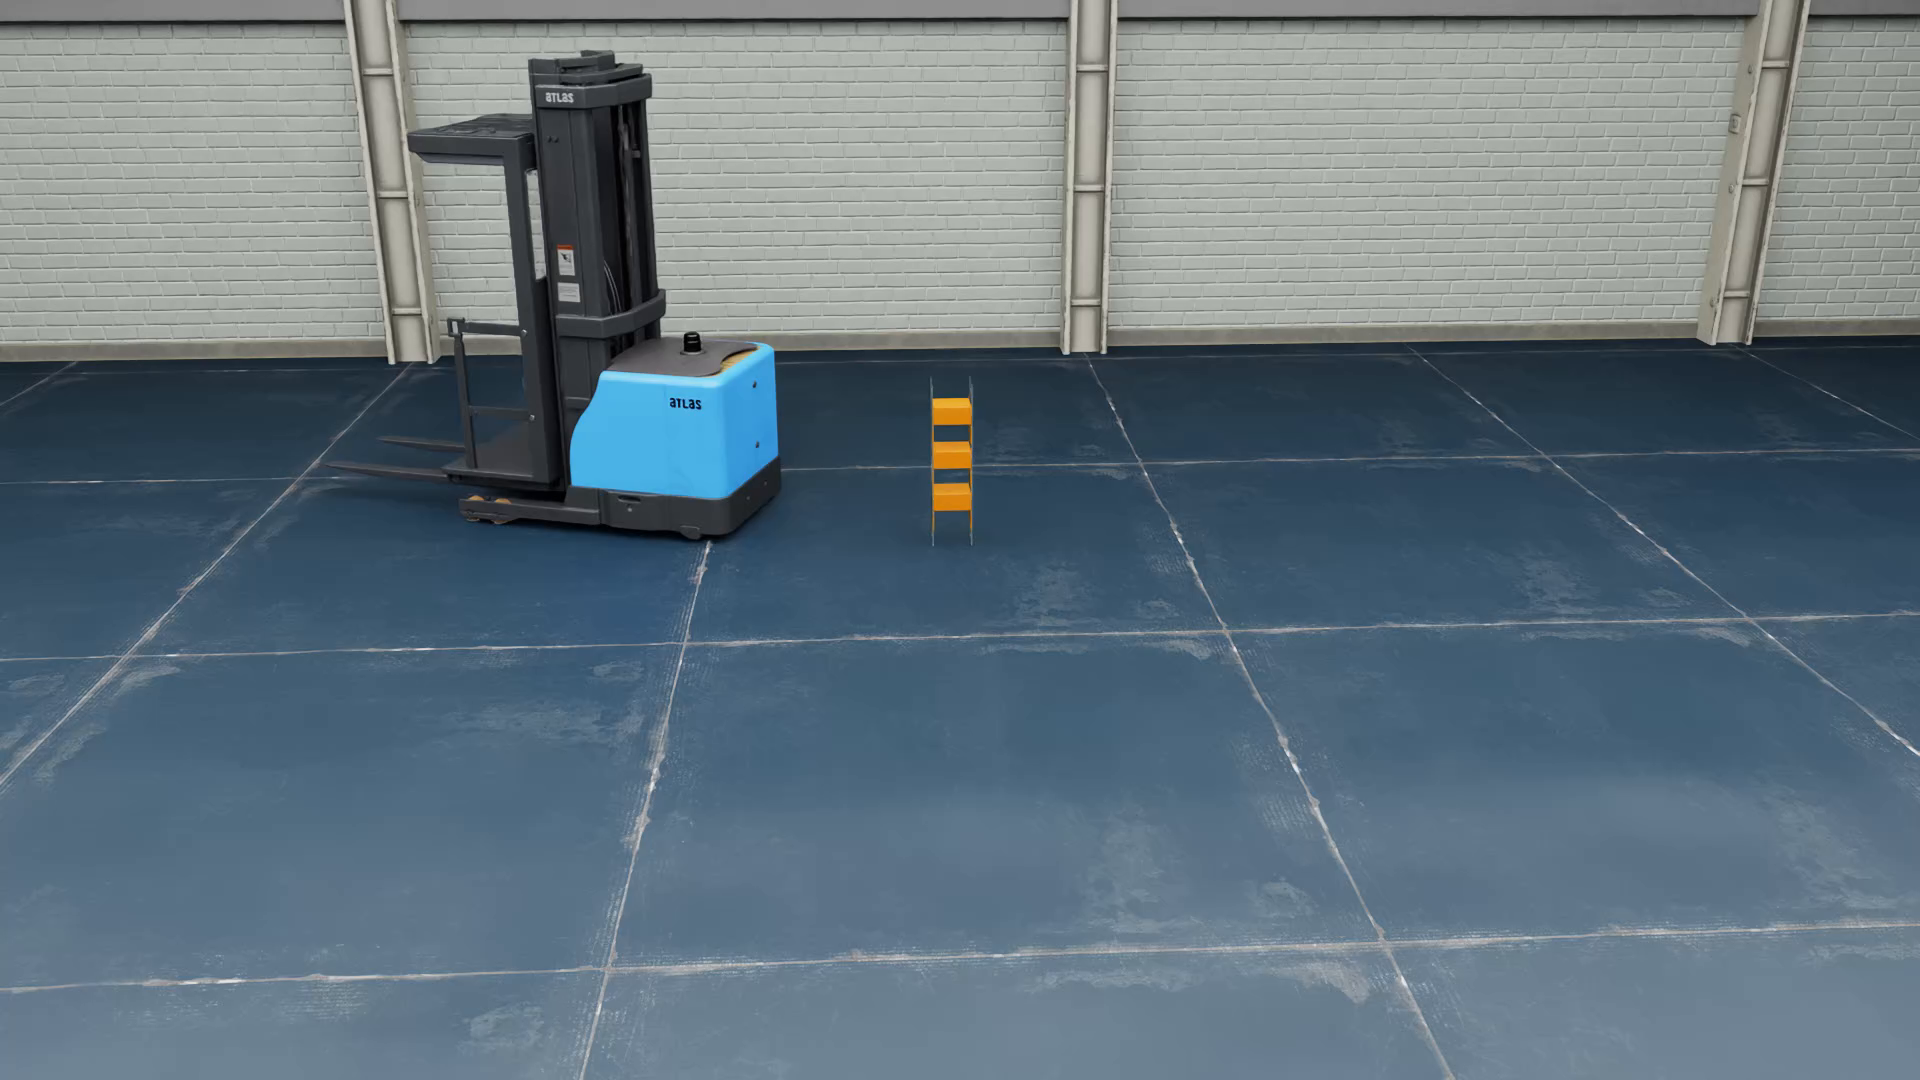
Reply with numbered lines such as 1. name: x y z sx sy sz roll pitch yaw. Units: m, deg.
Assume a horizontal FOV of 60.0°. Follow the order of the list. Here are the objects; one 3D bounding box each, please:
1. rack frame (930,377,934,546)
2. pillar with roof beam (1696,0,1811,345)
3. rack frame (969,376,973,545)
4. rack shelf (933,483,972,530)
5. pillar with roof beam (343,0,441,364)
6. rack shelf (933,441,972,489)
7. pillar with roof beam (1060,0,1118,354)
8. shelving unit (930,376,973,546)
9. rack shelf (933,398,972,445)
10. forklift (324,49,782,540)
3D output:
1. rack frame: -0.175 -0.487 10.425 0.008 1.050 0.200 -1 21 -3
2. pillar with roof beam: 7.359 -4.535 9.885 0.400 9.000 9.100 -1 21 -3
3. rack frame: 0.068 -0.492 10.438 0.008 1.050 0.200 -1 21 -3
4. rack shelf: -0.053 -0.220 10.534 0.240 0.259 0.215 -1 21 -3
5. pillar with roof beam: -4.622 -4.291 9.245 0.400 9.000 9.100 -1 21 -3
6. rack shelf: -0.053 -0.480 10.435 0.240 0.259 0.215 -1 21 -3
7. pillar with roof beam: 1.369 -4.413 9.565 0.400 9.000 9.100 -1 21 -3
8. shelving unit: -0.053 -0.490 10.431 0.252 1.050 0.215 -1 21 -3
9. rack shelf: -0.053 -0.745 10.334 0.240 0.259 0.215 -1 21 -3
10. forklift: -2.791 -1.646 10.825 3.031 2.935 1.130 6 22 14
